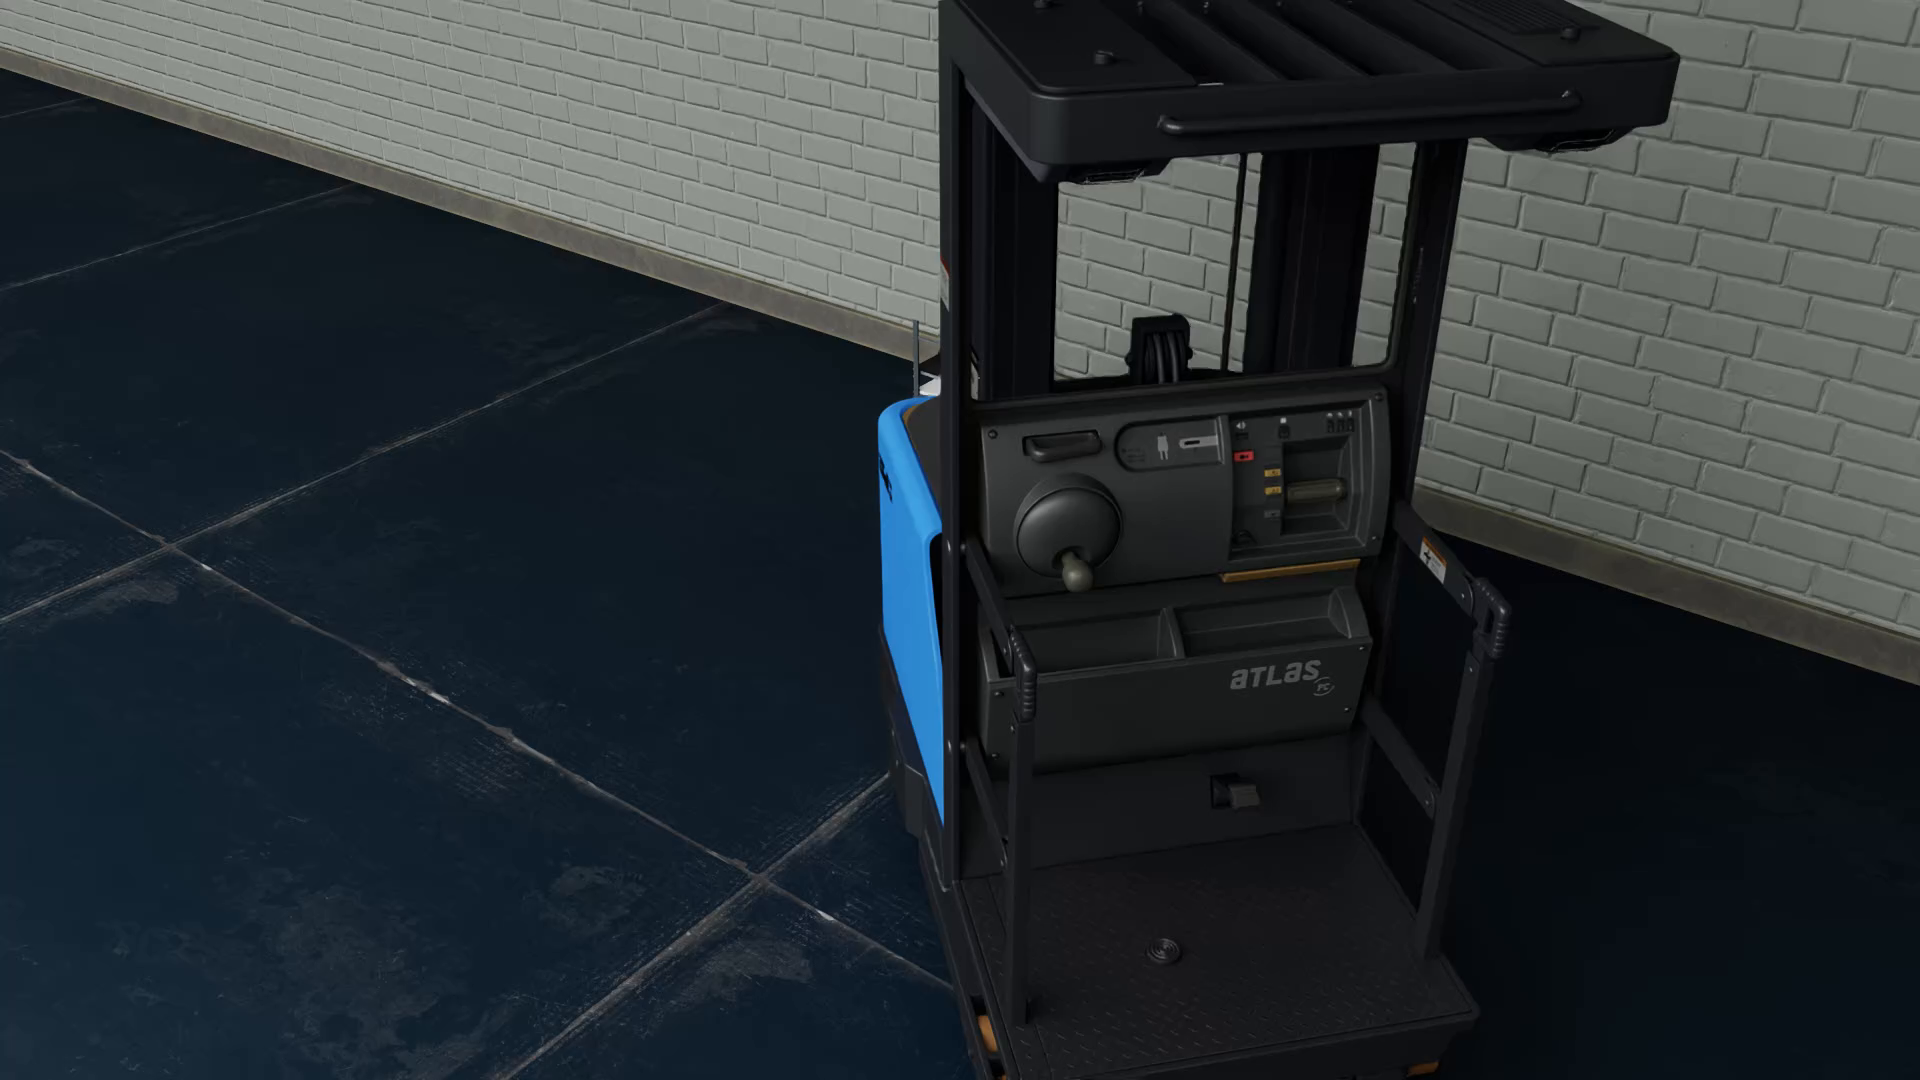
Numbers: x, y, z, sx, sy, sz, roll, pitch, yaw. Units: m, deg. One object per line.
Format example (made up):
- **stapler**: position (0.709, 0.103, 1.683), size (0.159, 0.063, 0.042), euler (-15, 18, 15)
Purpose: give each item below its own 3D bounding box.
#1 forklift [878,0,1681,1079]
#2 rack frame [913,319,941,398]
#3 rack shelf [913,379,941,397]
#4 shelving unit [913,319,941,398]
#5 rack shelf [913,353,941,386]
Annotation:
- **forklift**: position (0.552, -0.063, 3.481), size (1.130, 2.935, 3.031), euler (-6, 31, -10)
- **rack frame**: position (-0.066, -0.342, 5.945), size (0.240, 0.900, 0.006), euler (21, 37, 31)
- **rack shelf**: position (-0.005, -0.510, 5.940), size (0.258, 0.077, 0.200), euler (21, 37, 31)
- **shelving unit**: position (-0.005, -0.384, 6.015), size (0.258, 0.900, 0.210), euler (21, 37, 31)
- **rack shelf**: position (-0.005, -0.587, 5.894), size (0.258, 0.077, 0.200), euler (21, 37, 31)
